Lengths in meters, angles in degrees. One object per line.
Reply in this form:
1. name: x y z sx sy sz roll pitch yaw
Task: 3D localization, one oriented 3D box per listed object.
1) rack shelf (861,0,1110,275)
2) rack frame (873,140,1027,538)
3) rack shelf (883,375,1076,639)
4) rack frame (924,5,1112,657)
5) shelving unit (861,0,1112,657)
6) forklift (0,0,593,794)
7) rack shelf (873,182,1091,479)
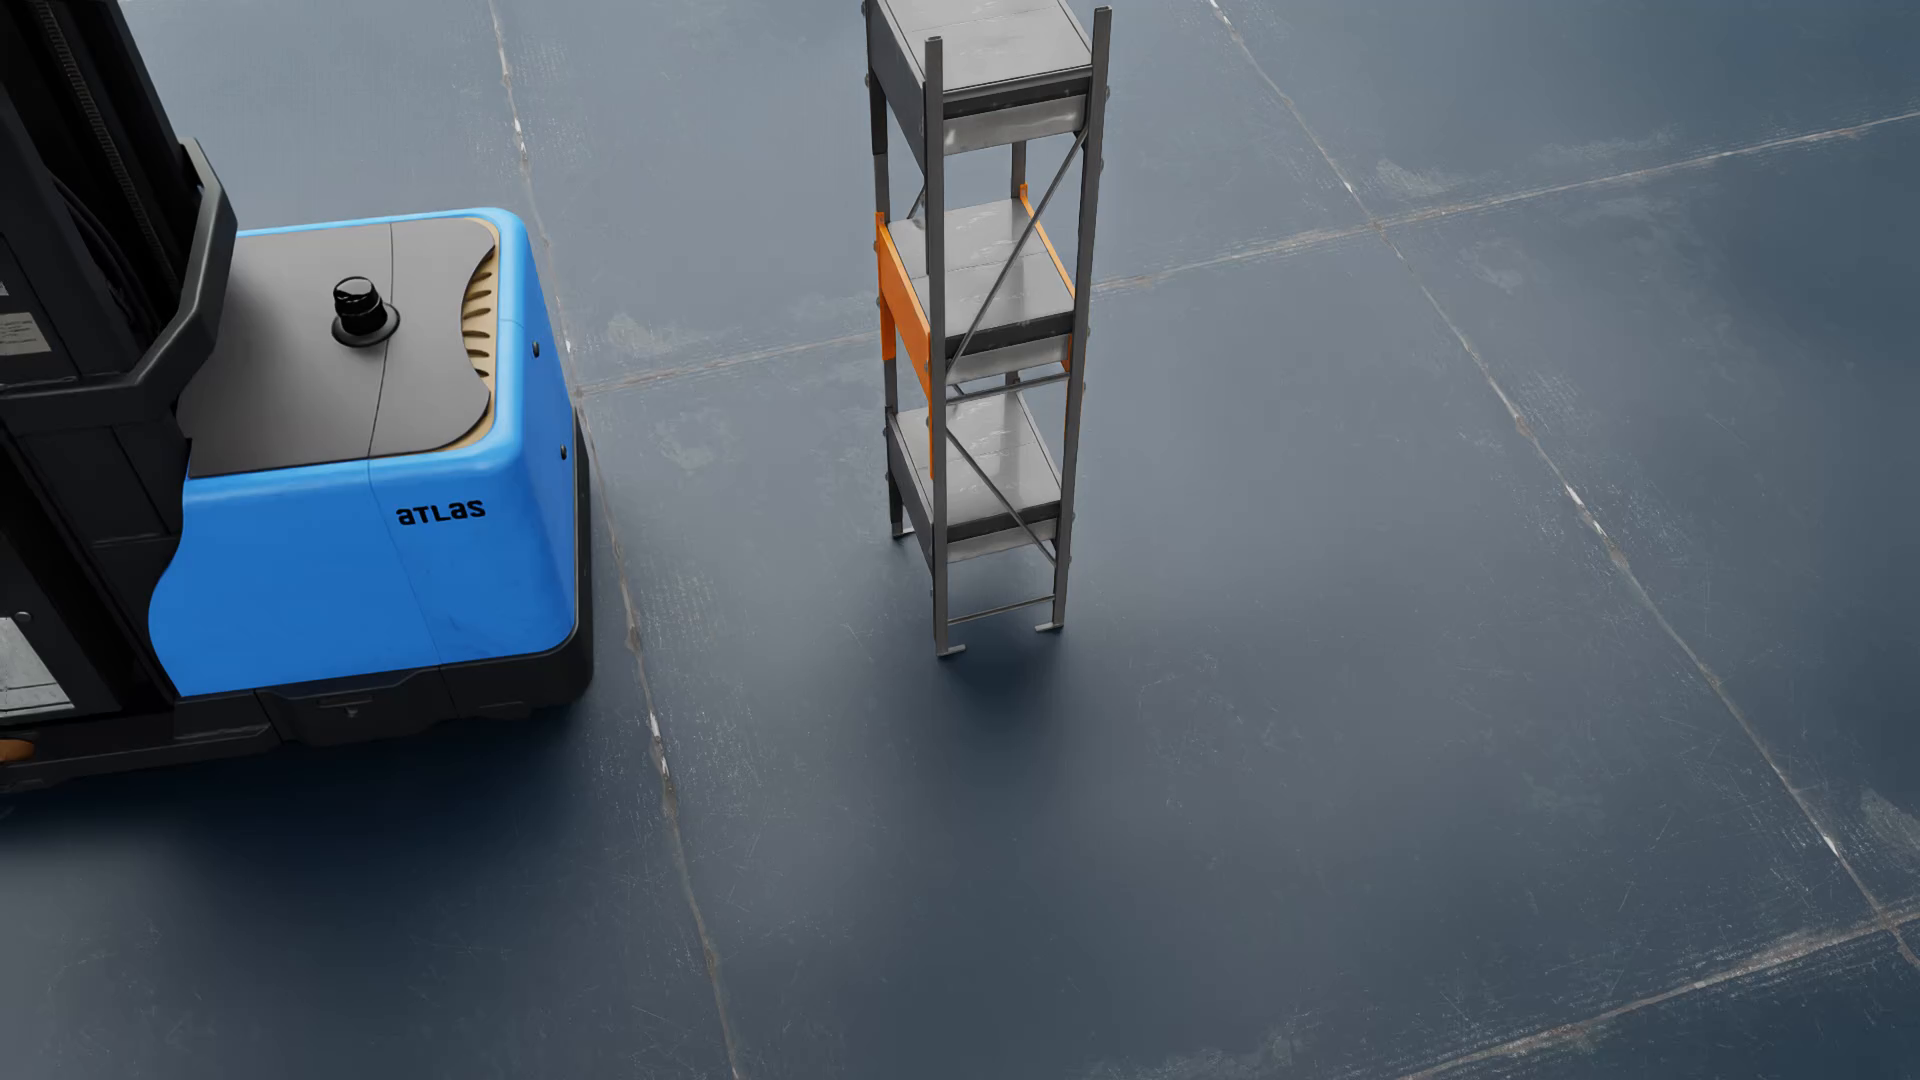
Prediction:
1. rack shelf: 0.049 -0.998 3.821 0.431 0.518 0.480 -13 51 -11
2. rack frame: -0.023 -0.734 4.496 0.400 2.100 0.015 -13 51 -11
3. rack shelf: 0.049 -0.096 4.891 0.431 0.518 0.480 -13 51 -11
4. rack frame: 0.121 -0.378 4.195 0.400 2.100 0.015 -13 51 -11
5. shelving unit: 0.049 -0.556 4.345 0.431 2.100 0.503 -13 51 -11
6. forklift: -2.628 -0.652 3.883 3.031 2.935 1.130 -7 50 -6
7. rack shelf: 0.049 -0.547 4.356 0.431 0.518 0.480 -13 51 -11
